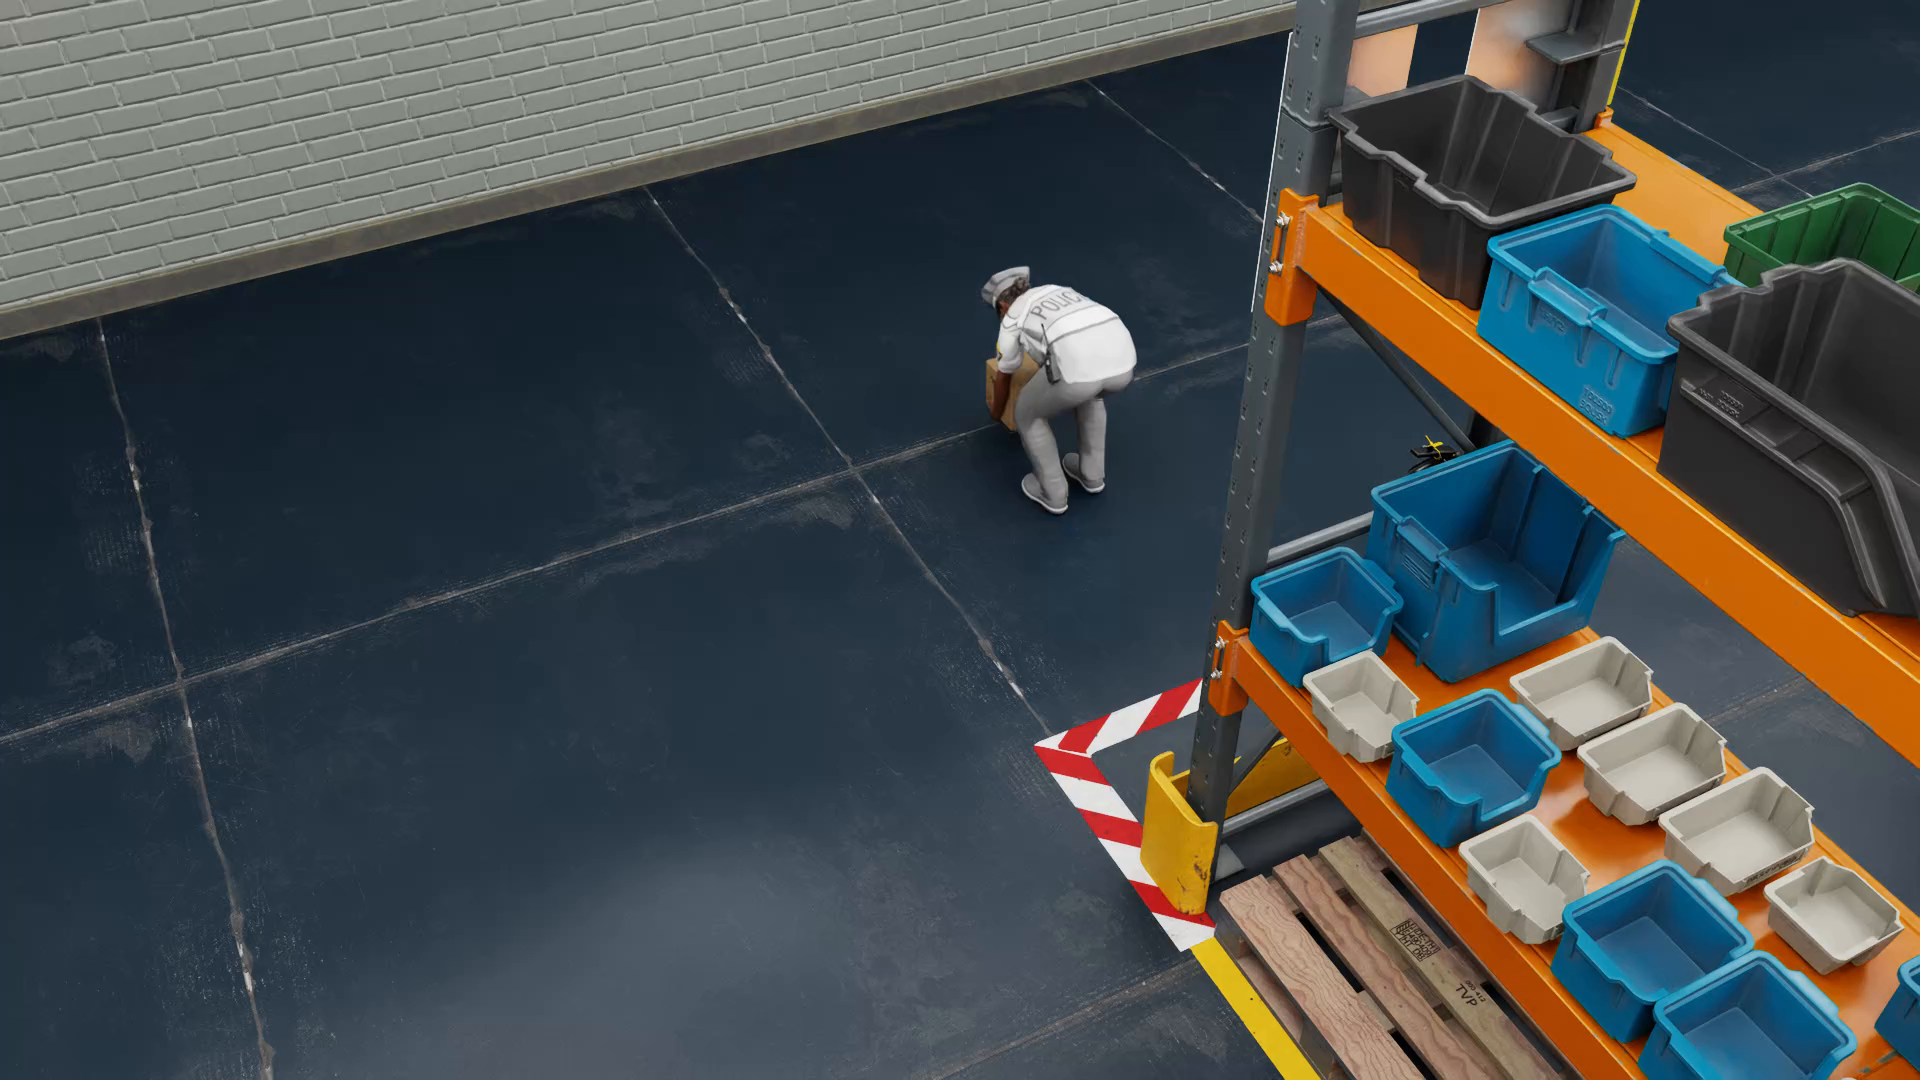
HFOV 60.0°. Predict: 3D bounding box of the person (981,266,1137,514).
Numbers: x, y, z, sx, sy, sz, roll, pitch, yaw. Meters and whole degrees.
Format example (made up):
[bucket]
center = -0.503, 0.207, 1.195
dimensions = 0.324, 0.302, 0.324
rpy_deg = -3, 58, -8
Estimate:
[person]
center = 0.401, -0.704, 7.467
dimensions = 0.444, 0.987, 0.927
rpy_deg = -21, 46, -22
